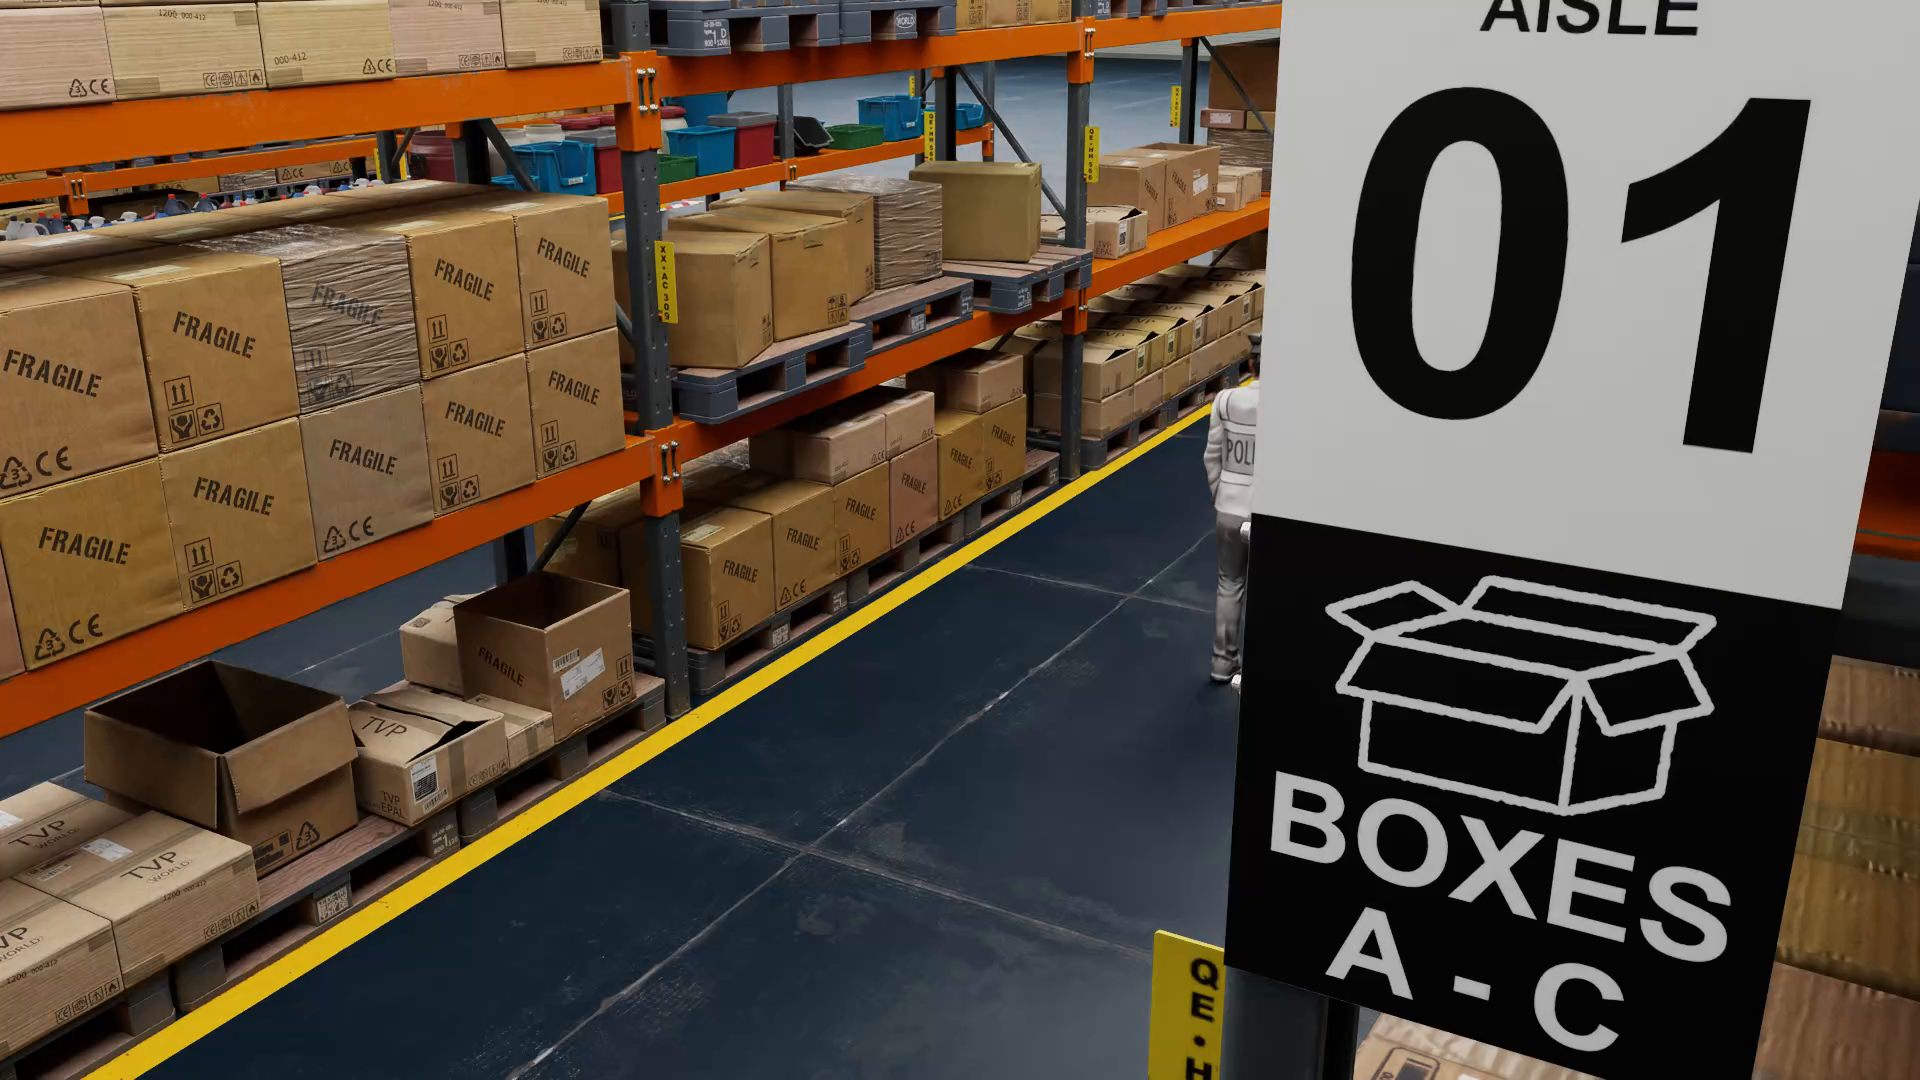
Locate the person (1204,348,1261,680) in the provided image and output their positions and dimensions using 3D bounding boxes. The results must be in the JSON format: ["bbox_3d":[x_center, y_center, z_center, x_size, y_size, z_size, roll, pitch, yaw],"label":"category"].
[{"bbox_3d":[1.338,-0.089,7.522,0.523,1.542,0.569,11,22,28],"label":"person"}]
